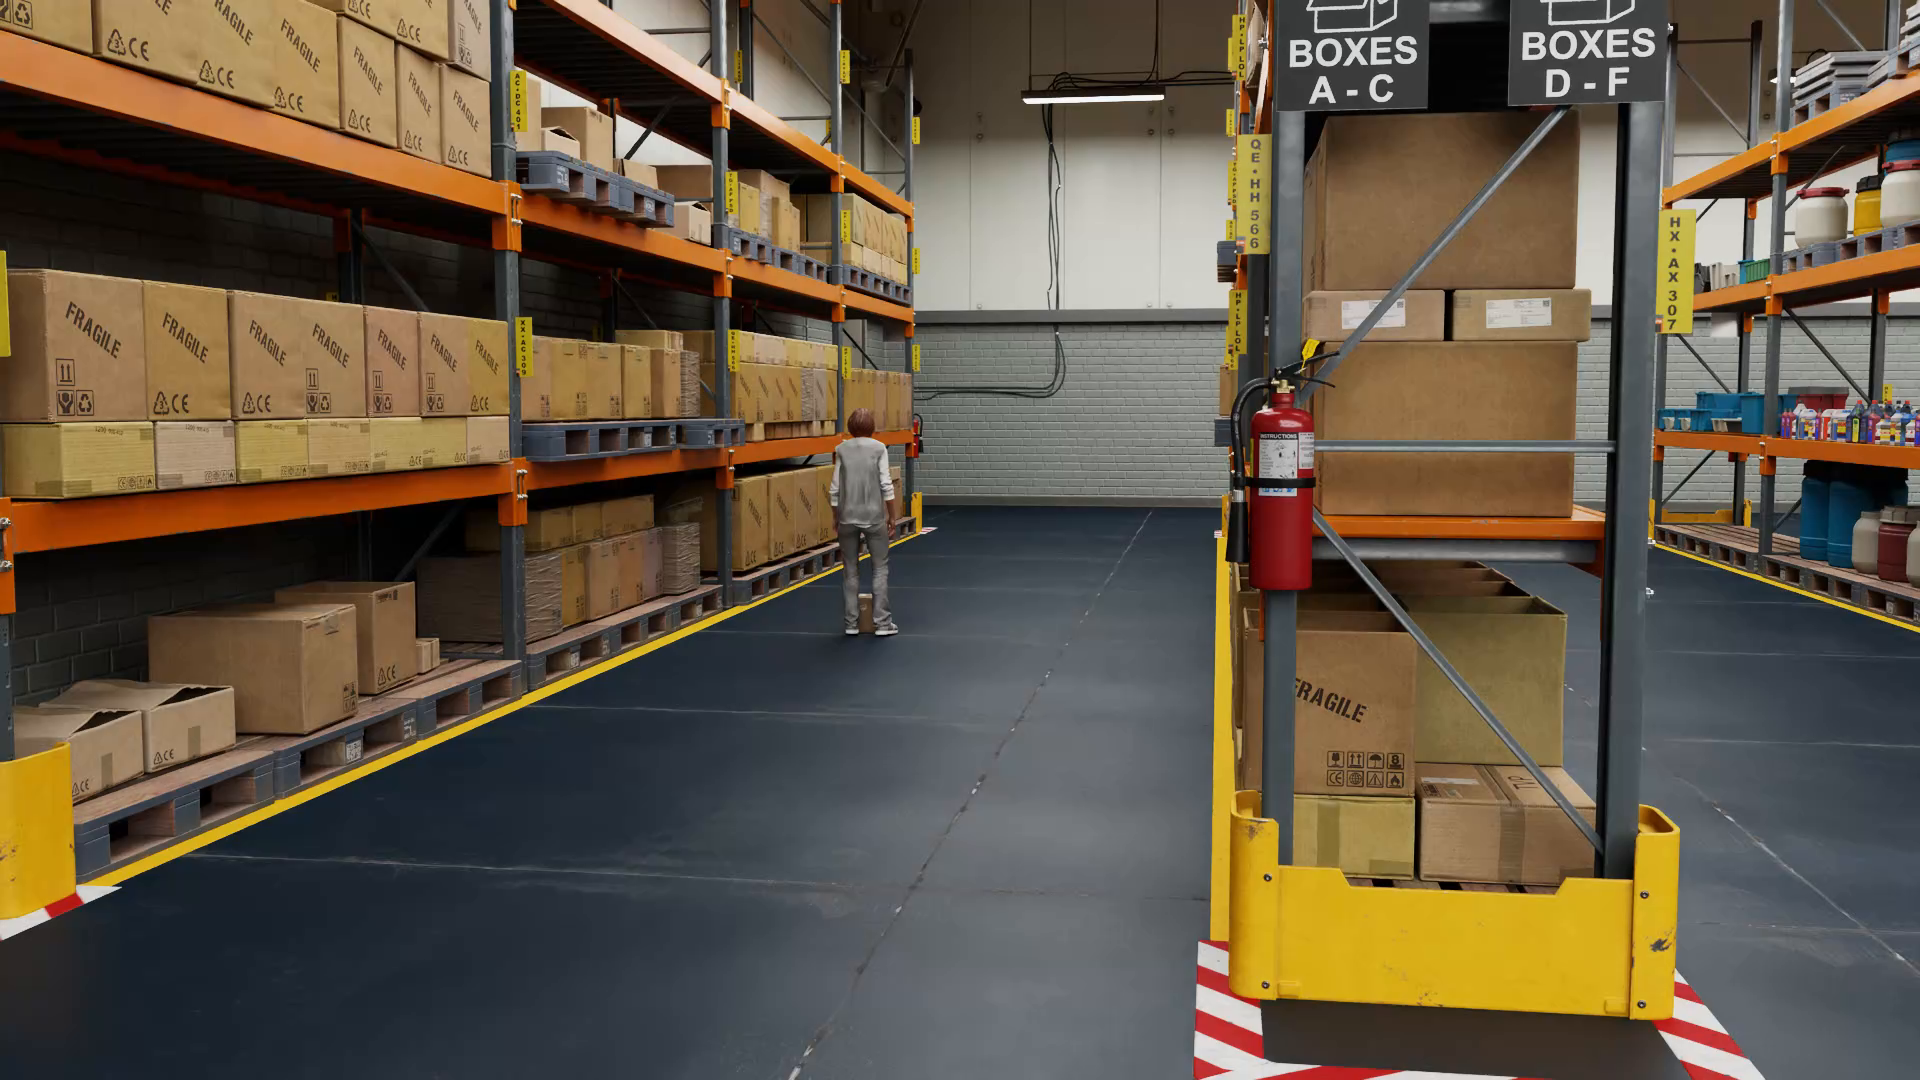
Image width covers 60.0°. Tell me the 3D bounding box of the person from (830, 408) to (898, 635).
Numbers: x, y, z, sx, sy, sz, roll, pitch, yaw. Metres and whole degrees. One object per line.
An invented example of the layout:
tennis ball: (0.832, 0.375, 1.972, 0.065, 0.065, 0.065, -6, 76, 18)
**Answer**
person: (-0.679, -0.126, 11.664, 0.463, 1.593, 0.364, 1, 5, 9)
